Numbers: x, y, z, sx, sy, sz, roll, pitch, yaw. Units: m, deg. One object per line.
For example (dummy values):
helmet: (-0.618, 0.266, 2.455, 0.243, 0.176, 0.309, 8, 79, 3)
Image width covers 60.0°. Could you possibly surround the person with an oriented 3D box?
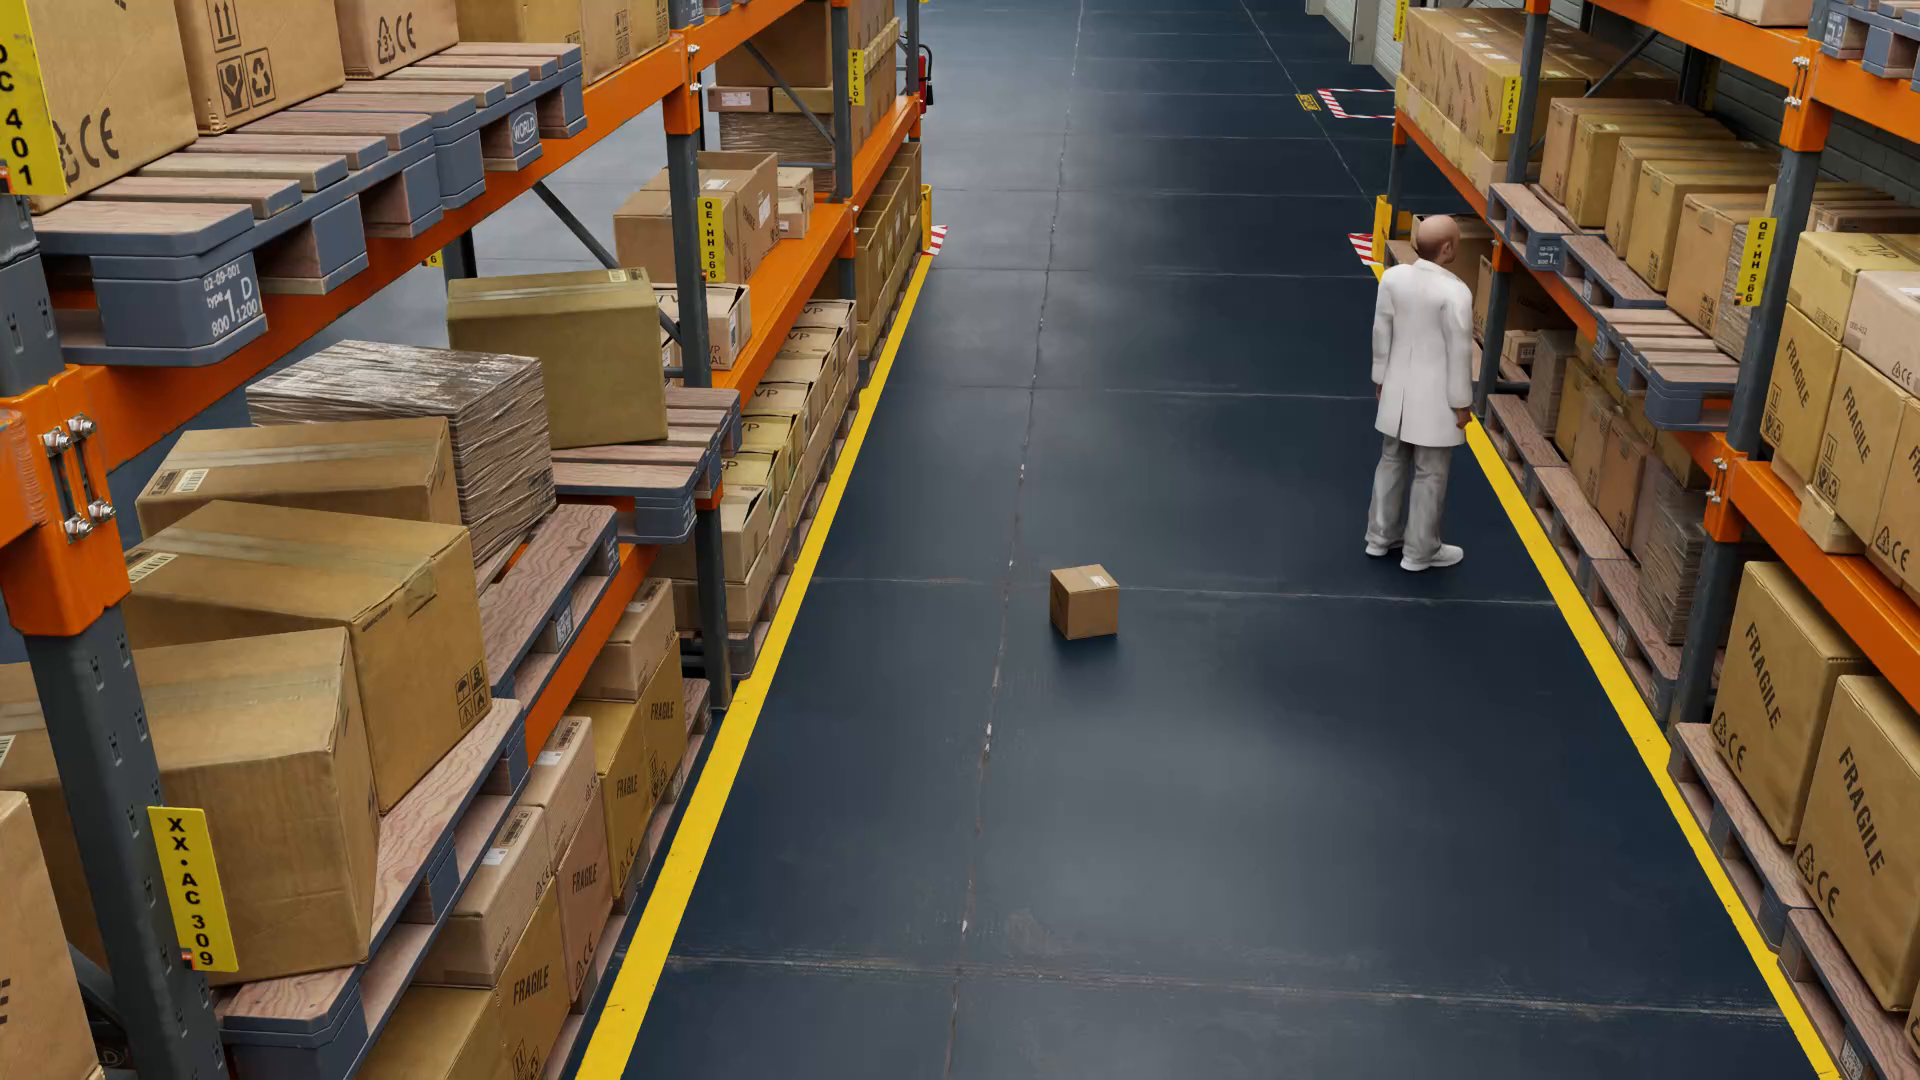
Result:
person: (2.318, -0.731, 8.242, 0.390, 1.790, 0.576, -16, 29, -32)
